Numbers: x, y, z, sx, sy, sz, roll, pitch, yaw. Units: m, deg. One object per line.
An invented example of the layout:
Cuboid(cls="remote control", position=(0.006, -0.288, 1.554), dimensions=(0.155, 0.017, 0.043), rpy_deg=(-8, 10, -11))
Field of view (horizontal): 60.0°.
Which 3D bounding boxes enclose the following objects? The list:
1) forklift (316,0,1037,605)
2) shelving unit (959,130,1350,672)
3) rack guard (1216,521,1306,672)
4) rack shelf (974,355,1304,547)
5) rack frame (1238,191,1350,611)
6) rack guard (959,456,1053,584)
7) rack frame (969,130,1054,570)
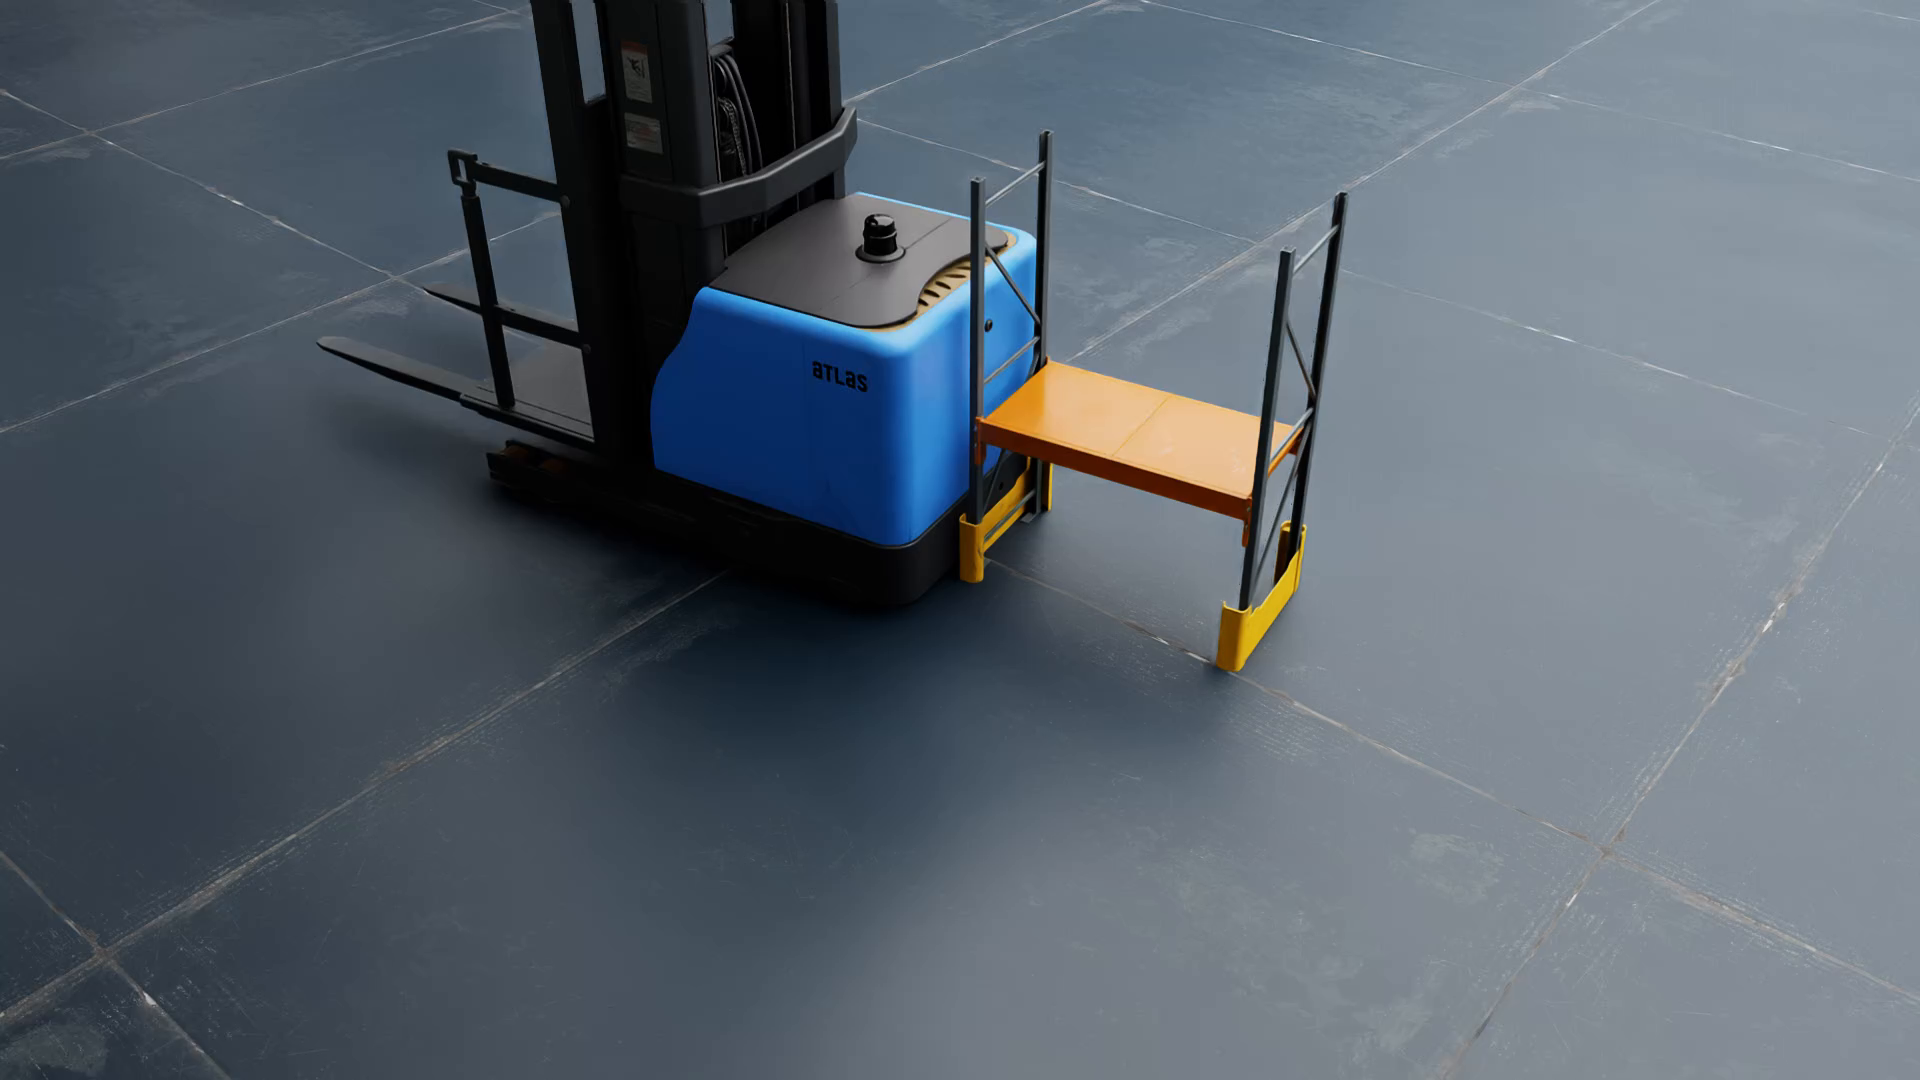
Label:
Cuboid(cls="forklift", position=(-1.234, -1.589, 5.900), dimensions=(3.031, 2.935, 1.130), rpy_deg=(18, 38, 25))
Cuboid(cls="shelving unit", position=(0.602, -0.470, 5.536), dimensions=(1.083, 1.500, 0.587), rpy_deg=(18, 38, 25))
Cuboid(cls="rack guard", position=(1.033, 0.187, 5.683), dimensions=(0.087, 0.250, 0.587), rpy_deg=(18, 38, 25))
Cuboid(cls="rack shelf", position=(0.610, -0.320, 5.634), dimensions=(1.000, 0.185, 0.538), rpy_deg=(18, 38, 25))
Cuboid(cls="rack frame", position=(1.050, -0.323, 5.321), dimensions=(0.032, 1.500, 0.500), rpy_deg=(18, 38, 25))
Cuboid(cls="rack guard", position=(0.172, -0.097, 6.096), dimensions=(0.087, 0.250, 0.587), rpy_deg=(18, 38, 25))
Cuboid(cls="rack frame", position=(0.171, -0.613, 5.743), dimensions=(0.032, 1.500, 0.500), rpy_deg=(18, 38, 25))
